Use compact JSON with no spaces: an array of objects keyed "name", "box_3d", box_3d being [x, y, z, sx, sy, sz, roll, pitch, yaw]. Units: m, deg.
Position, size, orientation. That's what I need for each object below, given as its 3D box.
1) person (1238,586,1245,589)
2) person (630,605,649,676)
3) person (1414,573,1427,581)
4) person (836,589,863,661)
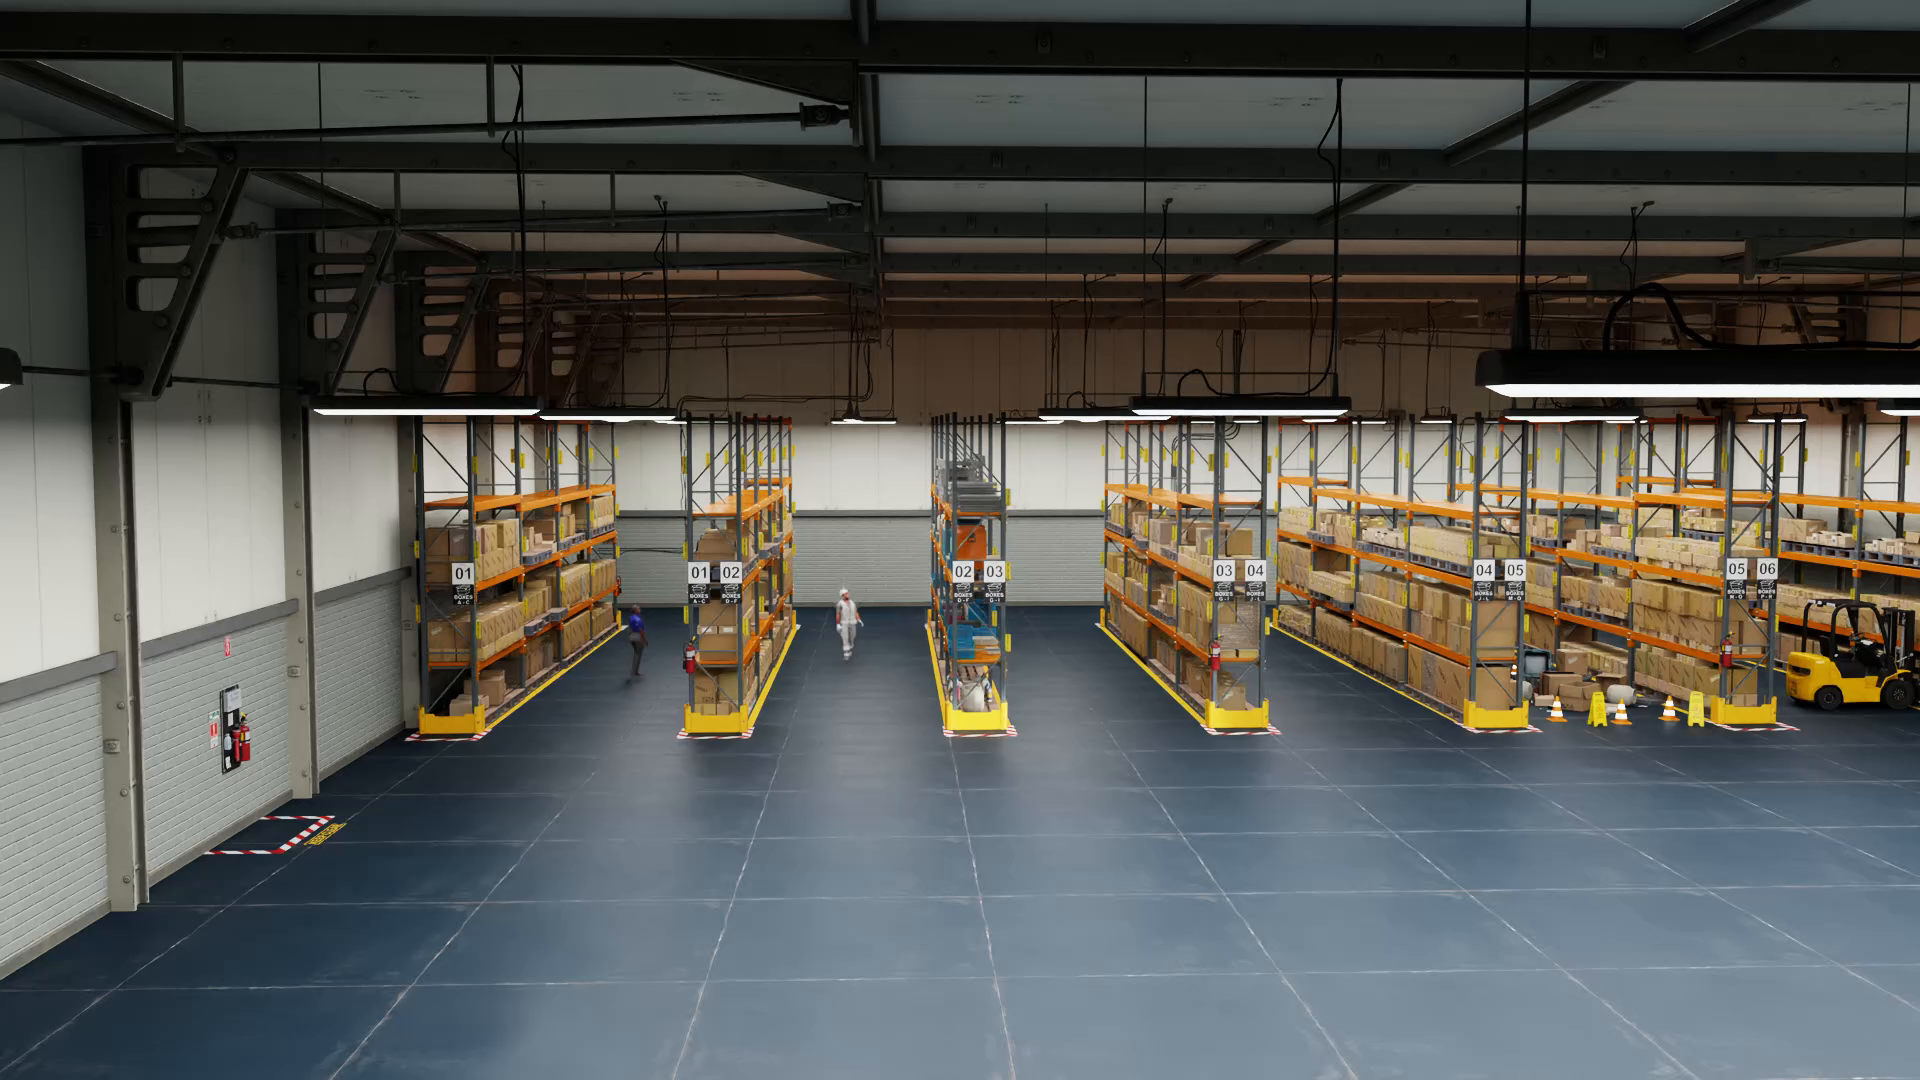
[{"name":"person","box_3d":[7.965,1.767,46.490,0.520,1.549,0.911,0,4,3]},{"name":"person","box_3d":[-7.348,2.312,38.060,0.490,1.688,0.462,3,5,34]},{"name":"person","box_3d":[13.648,1.490,49.280,0.845,1.736,0.557,0,4,-7]},{"name":"person","box_3d":[-2.689,2.063,40.504,0.656,1.716,1.054,-1,4,-10]}]
